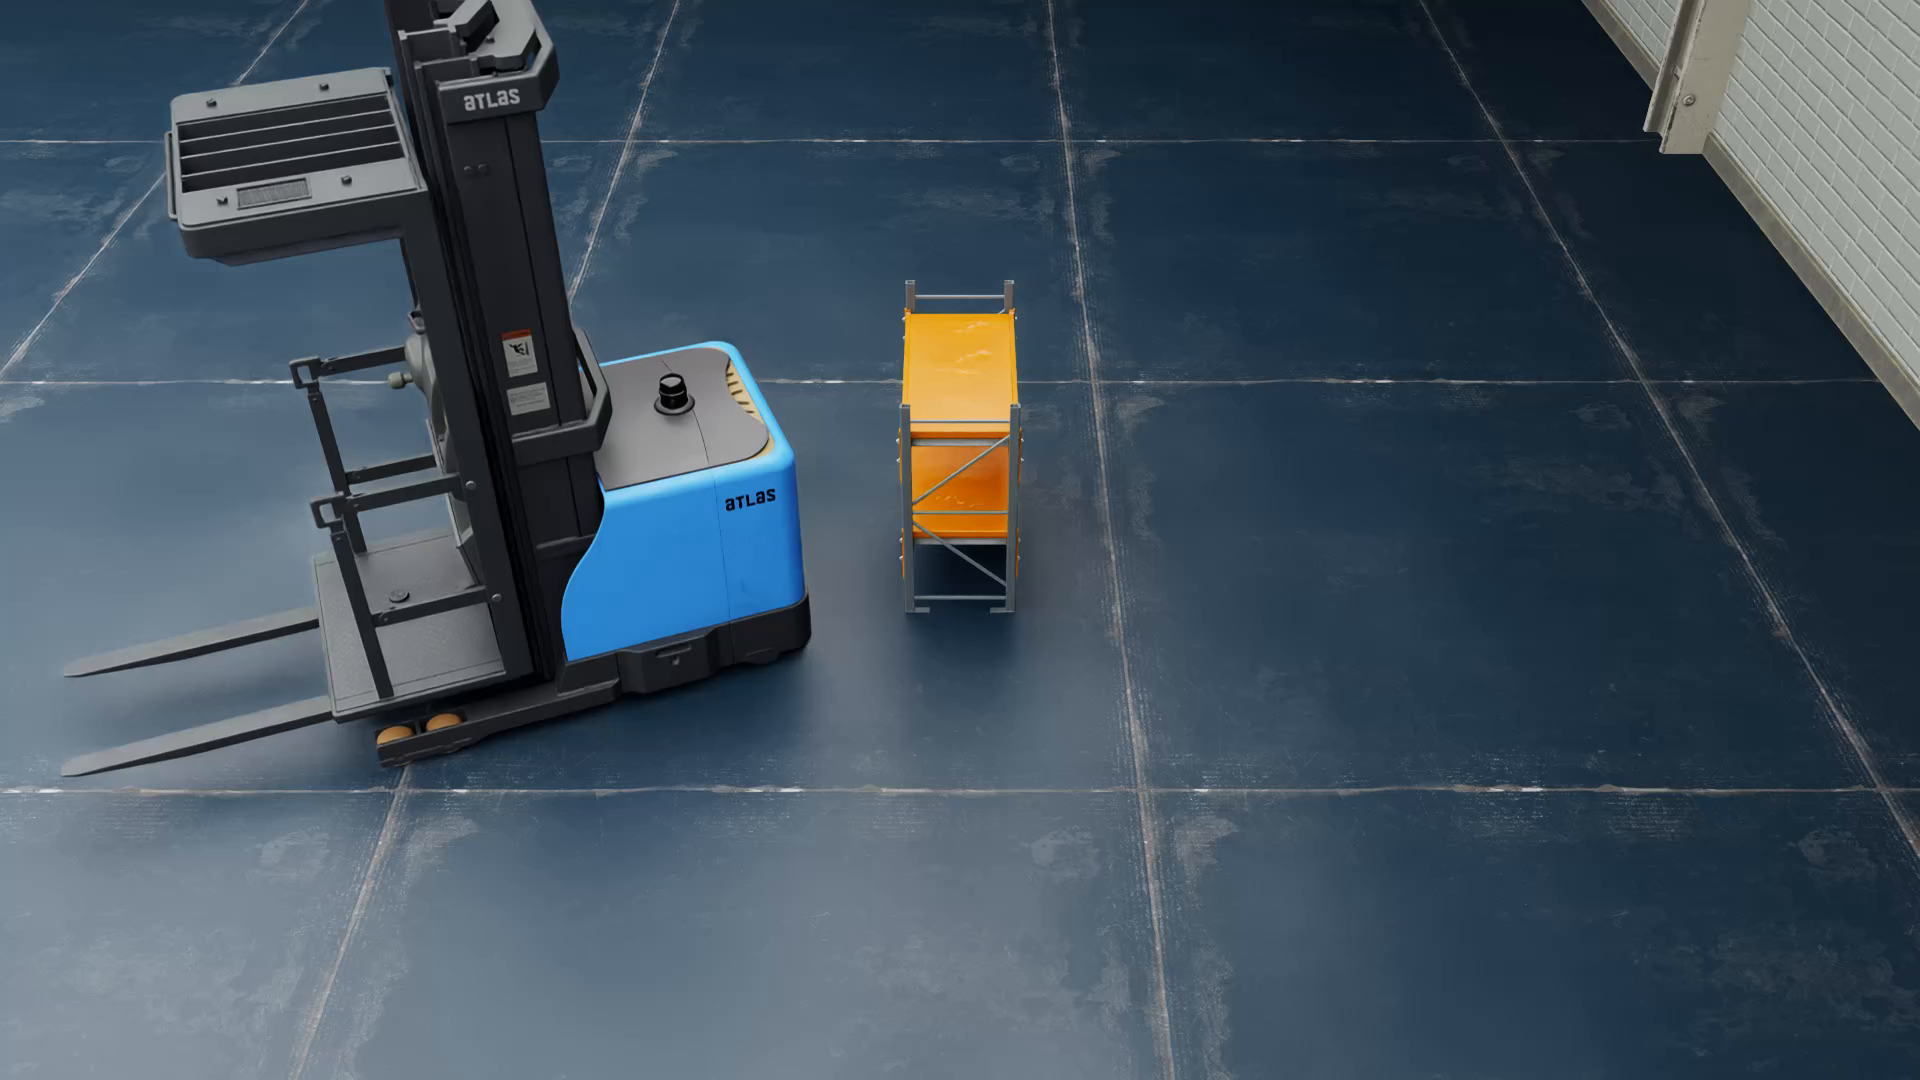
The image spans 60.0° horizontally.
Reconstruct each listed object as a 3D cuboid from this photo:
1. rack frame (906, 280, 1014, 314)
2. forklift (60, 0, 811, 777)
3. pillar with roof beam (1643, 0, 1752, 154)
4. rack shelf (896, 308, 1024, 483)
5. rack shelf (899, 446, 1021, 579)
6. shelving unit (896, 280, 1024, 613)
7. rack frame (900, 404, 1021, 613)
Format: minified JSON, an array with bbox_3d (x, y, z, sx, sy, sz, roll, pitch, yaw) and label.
[{"bbox_3d":[-0.001,-0.753,8.035,0.500,1.125,0.032,0,39,0],"label":"rack frame"},{"bbox_3d":[-2.228,-0.591,6.389,3.031,2.935,1.130,-14,41,-17],"label":"forklift"},{"bbox_3d":[0.600,-6.250,8.599,9.100,9.000,0.400,0,39,0],"label":"pillar with roof beam"},{"bbox_3d":[0.000,-0.663,7.455,0.538,0.278,1.000,0,39,0],"label":"rack shelf"},{"bbox_3d":[0.000,-0.244,7.791,0.538,0.278,1.000,0,39,0],"label":"rack shelf"},{"bbox_3d":[0.000,-0.435,7.638,0.538,1.125,1.048,0,39,0],"label":"shelving unit"},{"bbox_3d":[0.001,-0.117,7.242,0.500,1.125,0.032,0,39,0],"label":"rack frame"}]
